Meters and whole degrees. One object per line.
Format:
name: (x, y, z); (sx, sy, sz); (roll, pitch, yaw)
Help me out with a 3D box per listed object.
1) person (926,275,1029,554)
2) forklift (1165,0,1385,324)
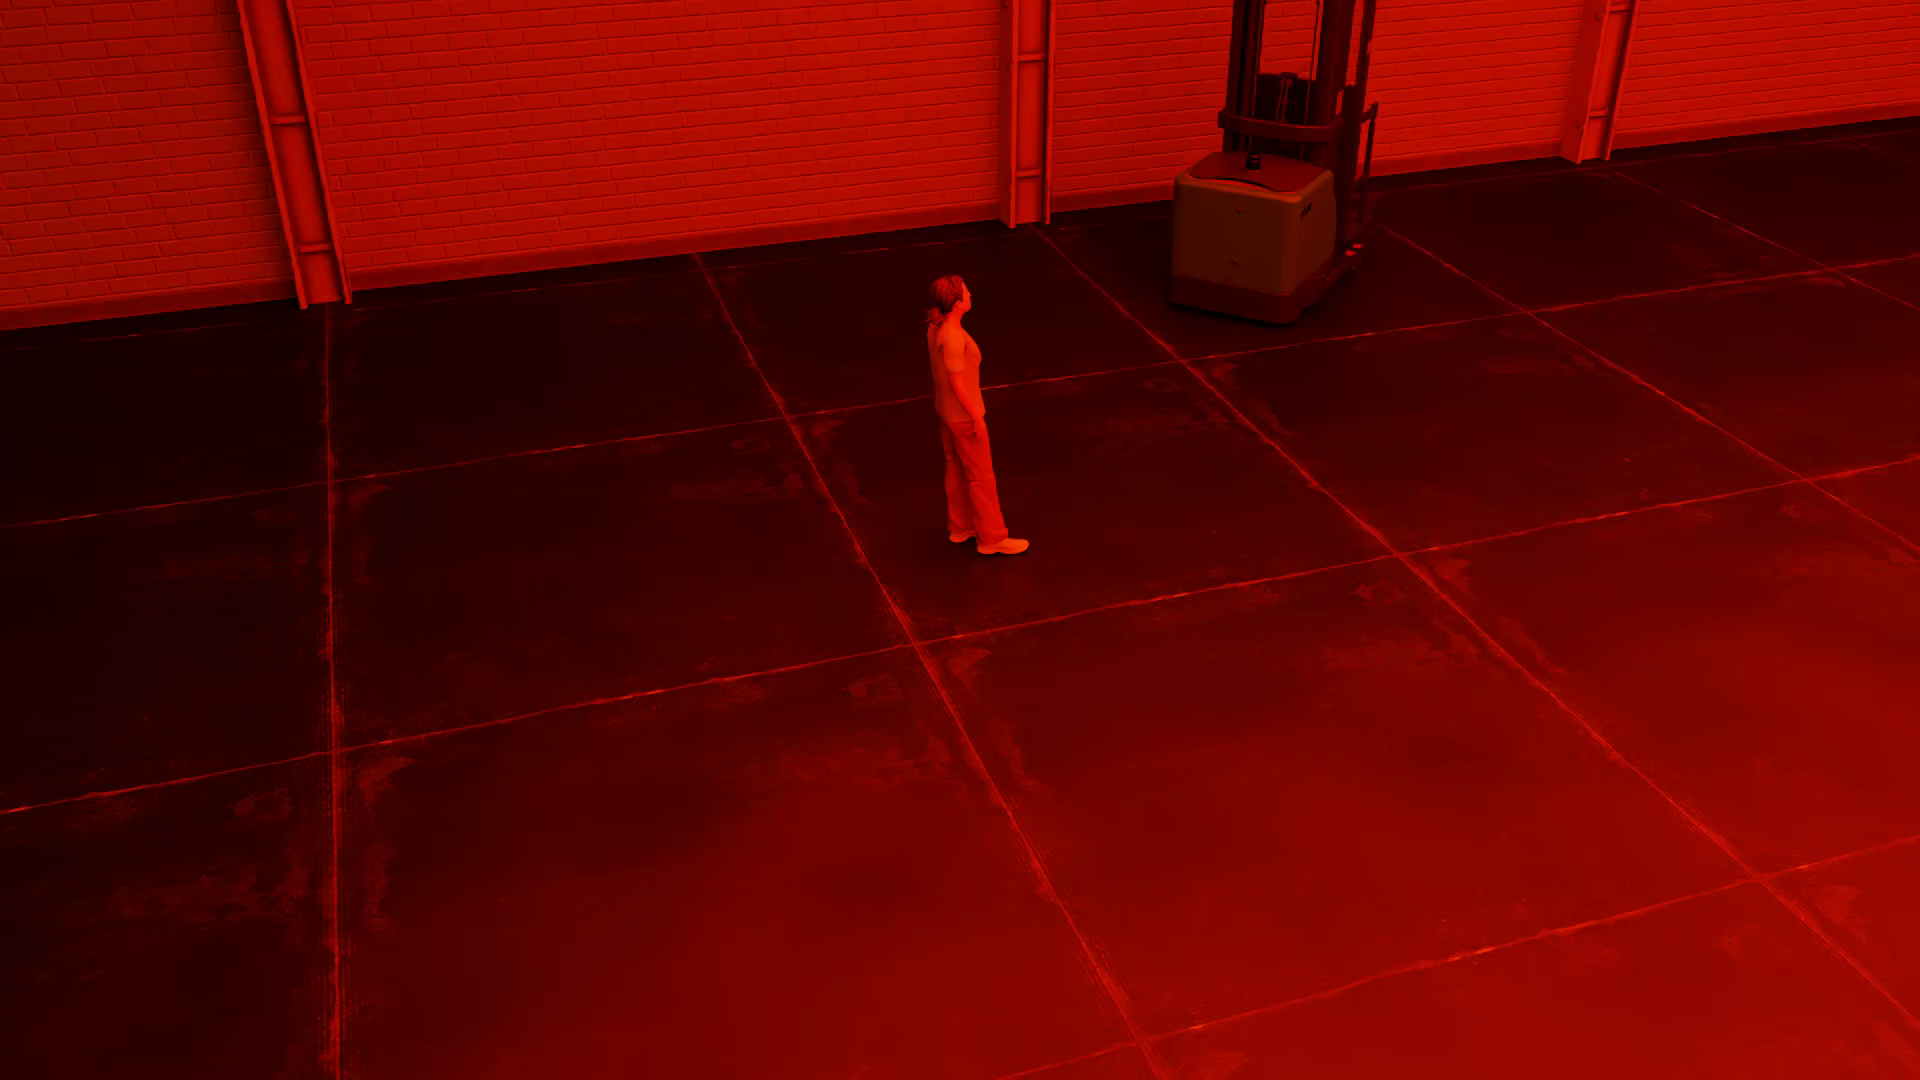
person: (0.073, -0.739, 9.616); (0.549, 1.675, 0.555); (-10, 31, -16)
forklift: (2.794, -3.632, 13.399); (1.130, 2.935, 3.031); (16, 34, 25)
